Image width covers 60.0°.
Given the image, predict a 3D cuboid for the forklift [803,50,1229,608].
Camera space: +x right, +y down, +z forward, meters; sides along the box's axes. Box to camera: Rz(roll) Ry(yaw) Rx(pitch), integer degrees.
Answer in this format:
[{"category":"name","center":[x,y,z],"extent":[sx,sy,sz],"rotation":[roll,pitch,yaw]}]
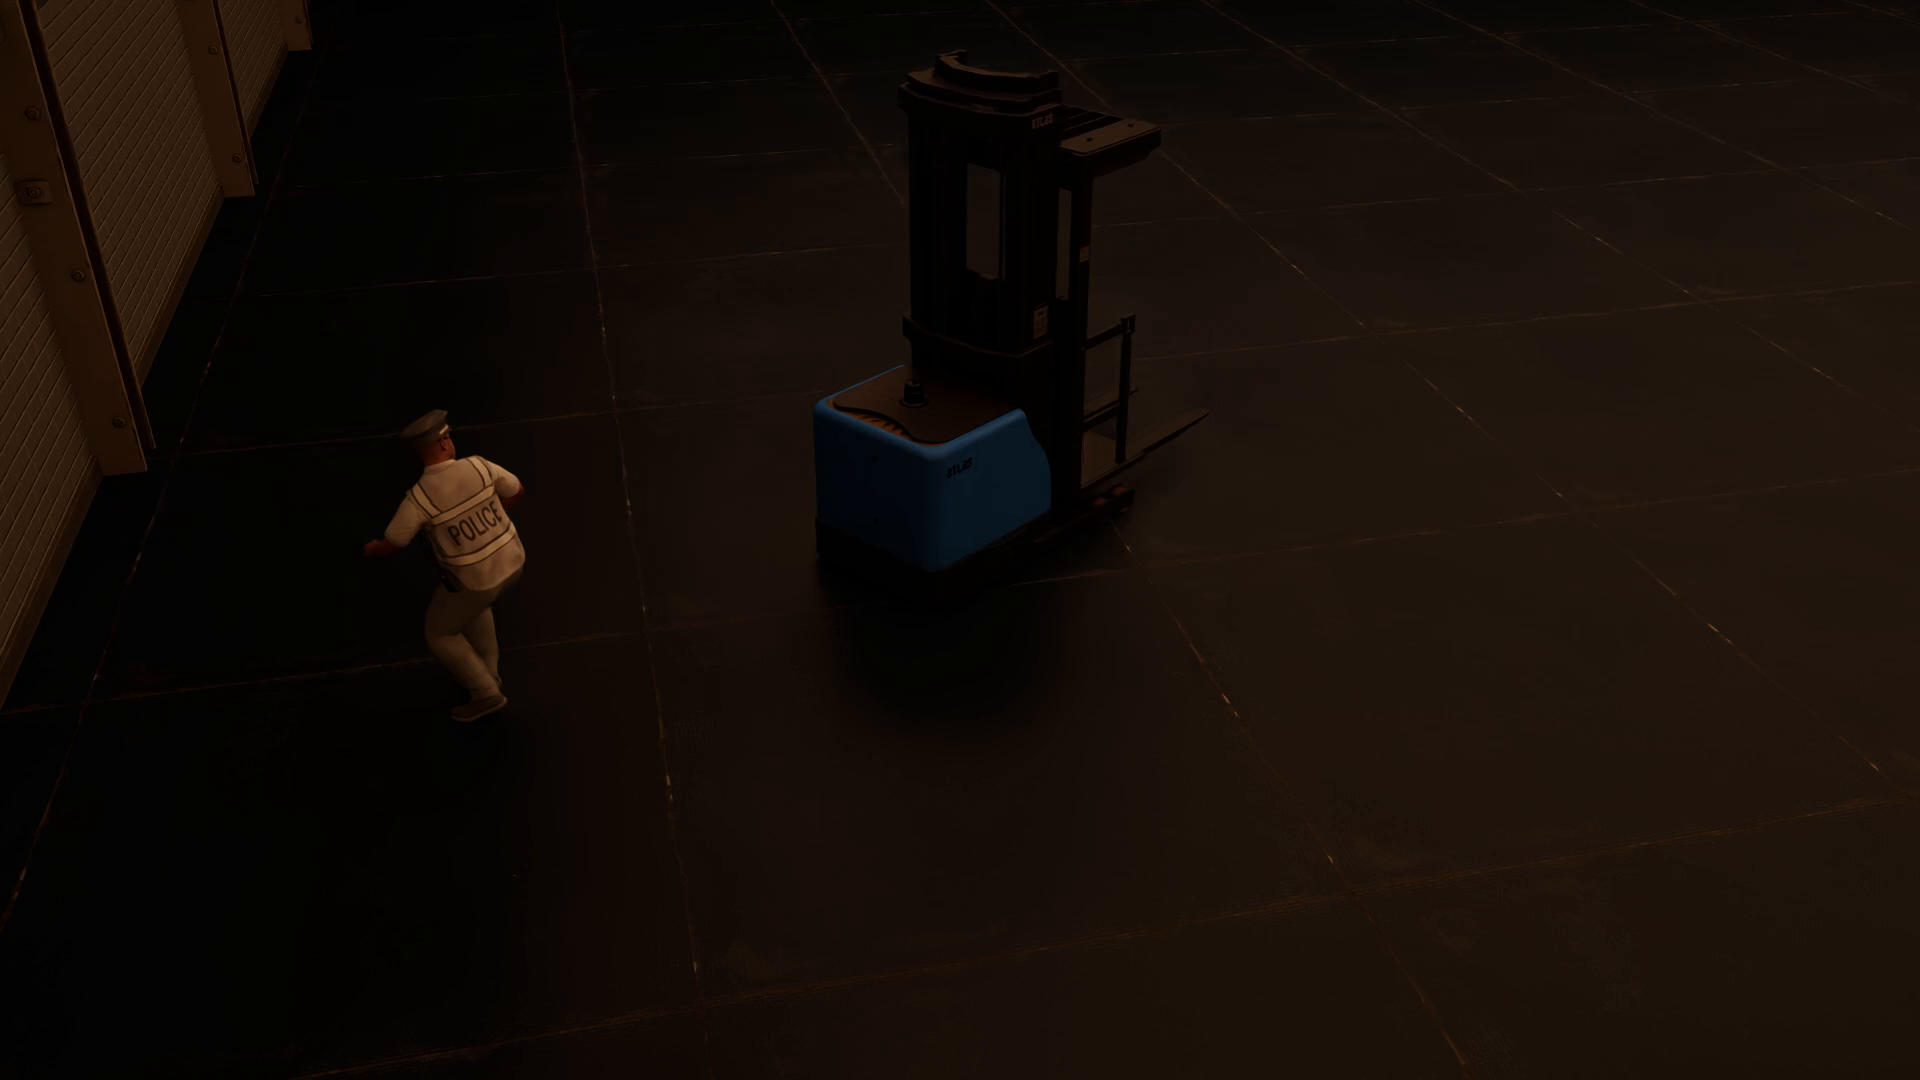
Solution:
[{"category":"forklift","center":[0.495,-1.488,10.144],"extent":[3.031,2.935,1.130],"rotation":[-24,38,-35]}]

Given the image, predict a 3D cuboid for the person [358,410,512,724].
[{"category":"person","center":[-2.670,0.143,8.588],"extent":[0.601,1.712,0.775],"rotation":[24,38,35]}]
